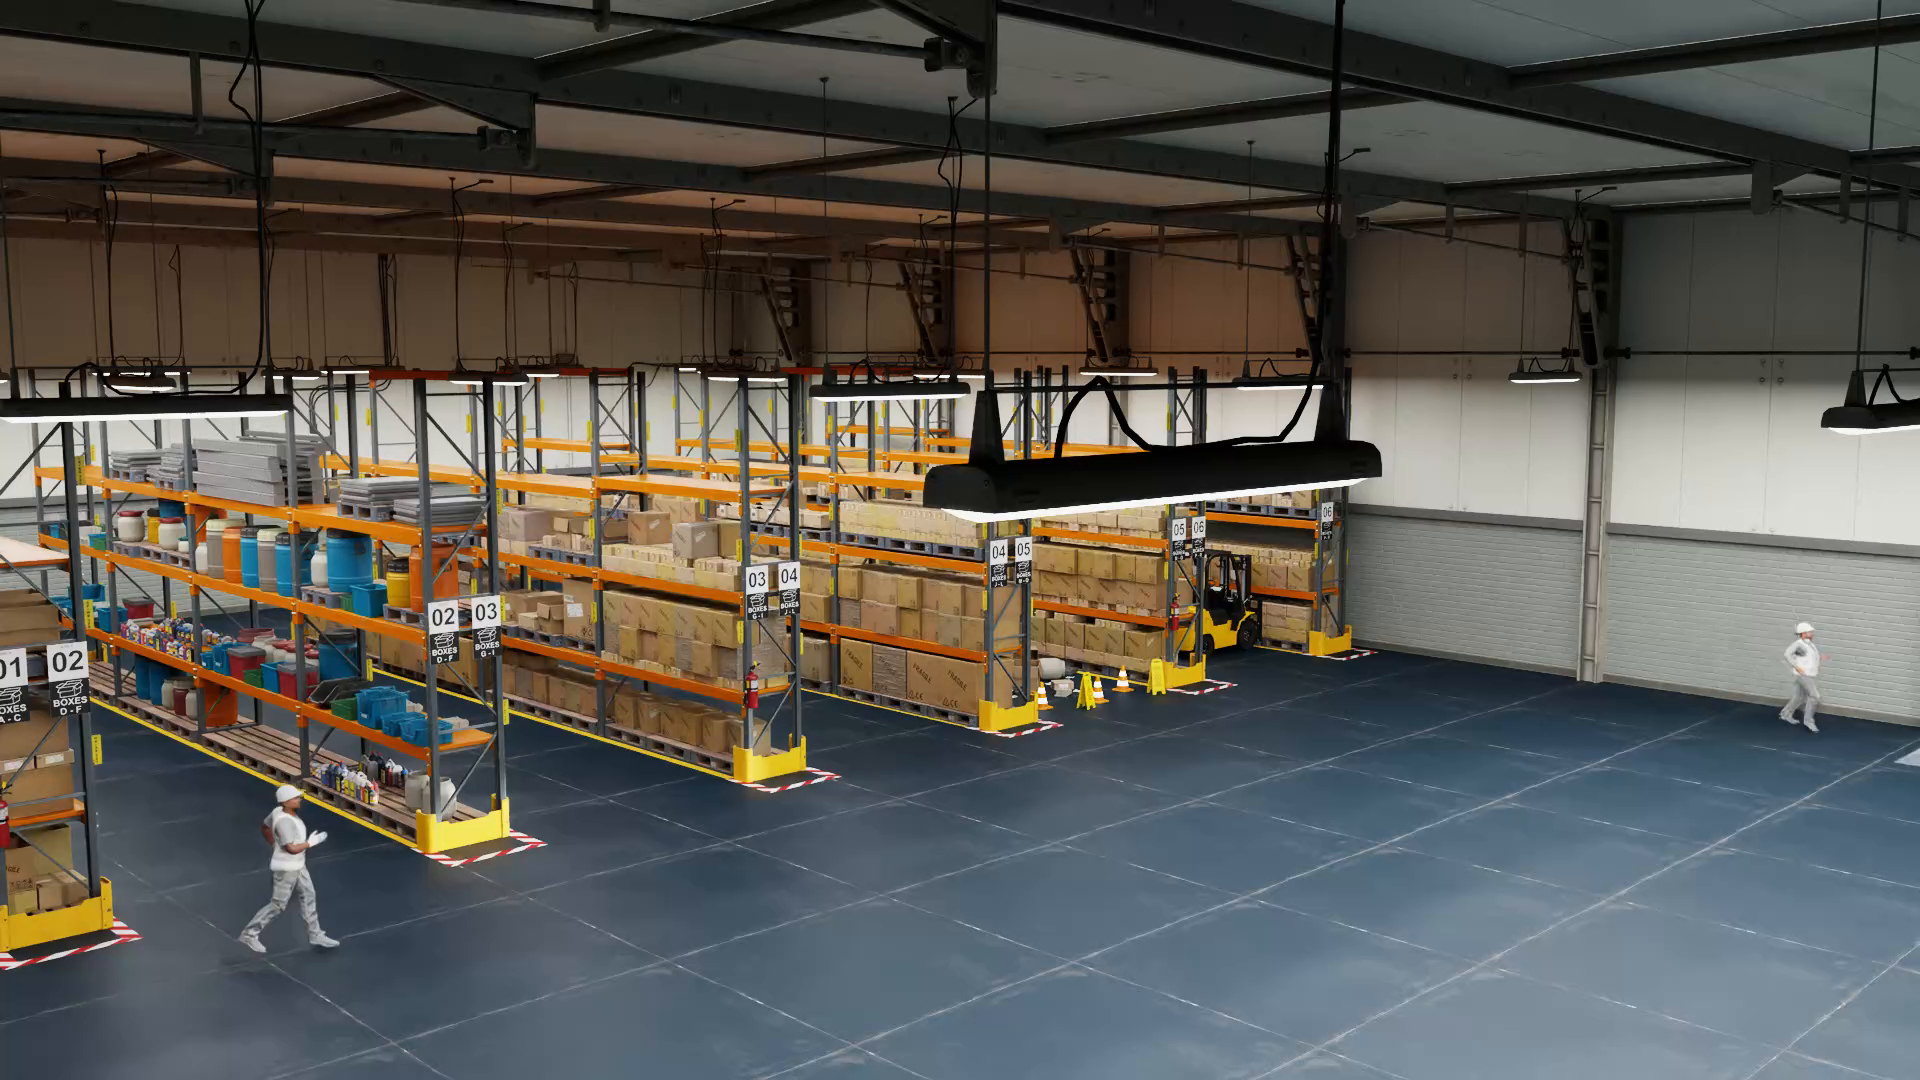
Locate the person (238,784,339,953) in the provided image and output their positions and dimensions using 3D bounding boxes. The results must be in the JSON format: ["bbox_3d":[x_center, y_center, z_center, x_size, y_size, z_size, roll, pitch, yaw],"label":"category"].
[{"bbox_3d":[-7.069,3.447,17.445,0.976,1.787,0.678,-2,7,-16],"label":"person"}]

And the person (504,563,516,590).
[{"bbox_3d":[-11.096,0.910,40.796,0.597,1.612,0.627,0,6,-2],"label":"person"}]

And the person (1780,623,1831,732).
[{"bbox_3d":[14.209,2.300,27.968,0.731,1.831,0.639,5,8,40],"label":"person"}]
